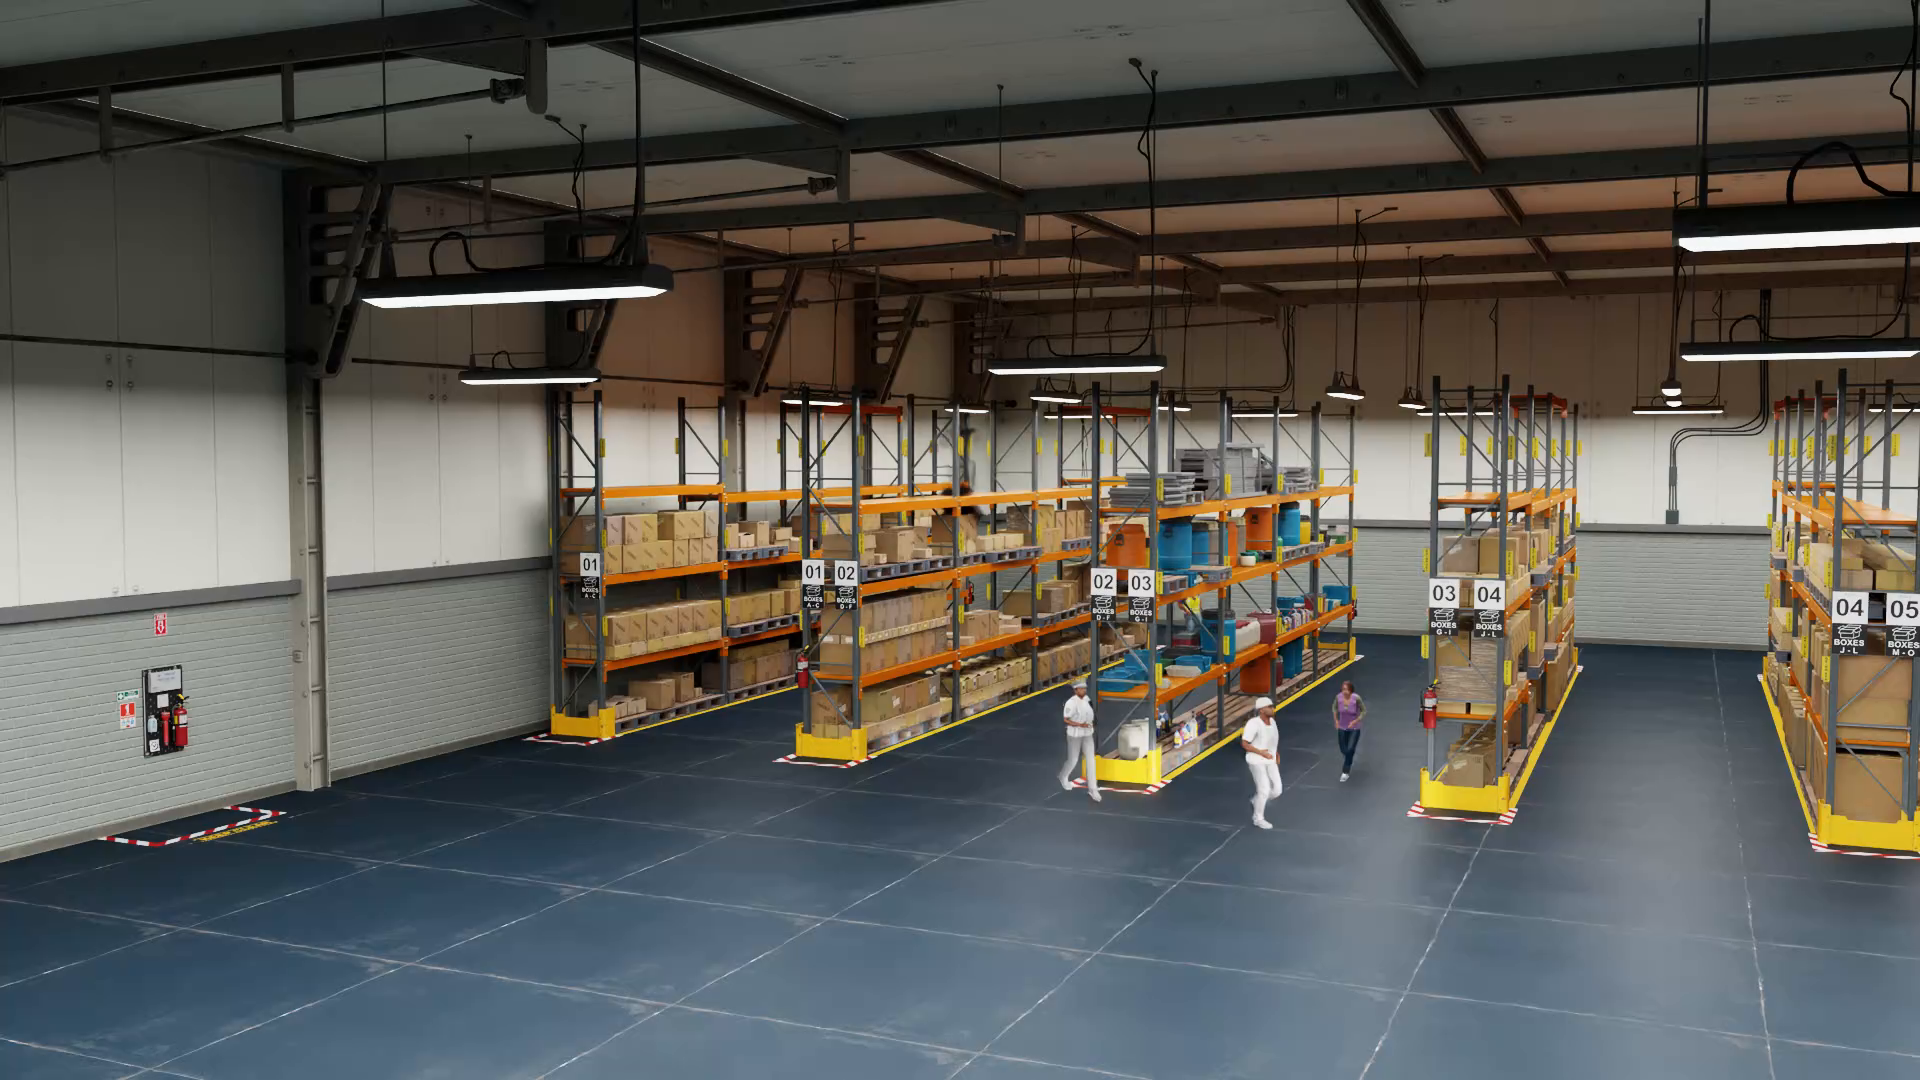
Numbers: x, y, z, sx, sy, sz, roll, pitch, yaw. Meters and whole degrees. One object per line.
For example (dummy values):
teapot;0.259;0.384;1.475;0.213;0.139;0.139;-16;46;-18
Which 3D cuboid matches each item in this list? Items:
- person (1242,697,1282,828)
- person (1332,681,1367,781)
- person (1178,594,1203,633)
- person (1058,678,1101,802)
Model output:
person;3.995;2.931;21.910;0.683;1.729;0.612;-3;4;-40
person;5.892;2.870;25.156;0.533;1.537;0.712;1;3;22
person;5.793;1.848;41.384;0.721;1.727;0.592;-1;3;-23
person;1.709;2.824;23.831;0.583;1.717;0.910;-2;4;-30
